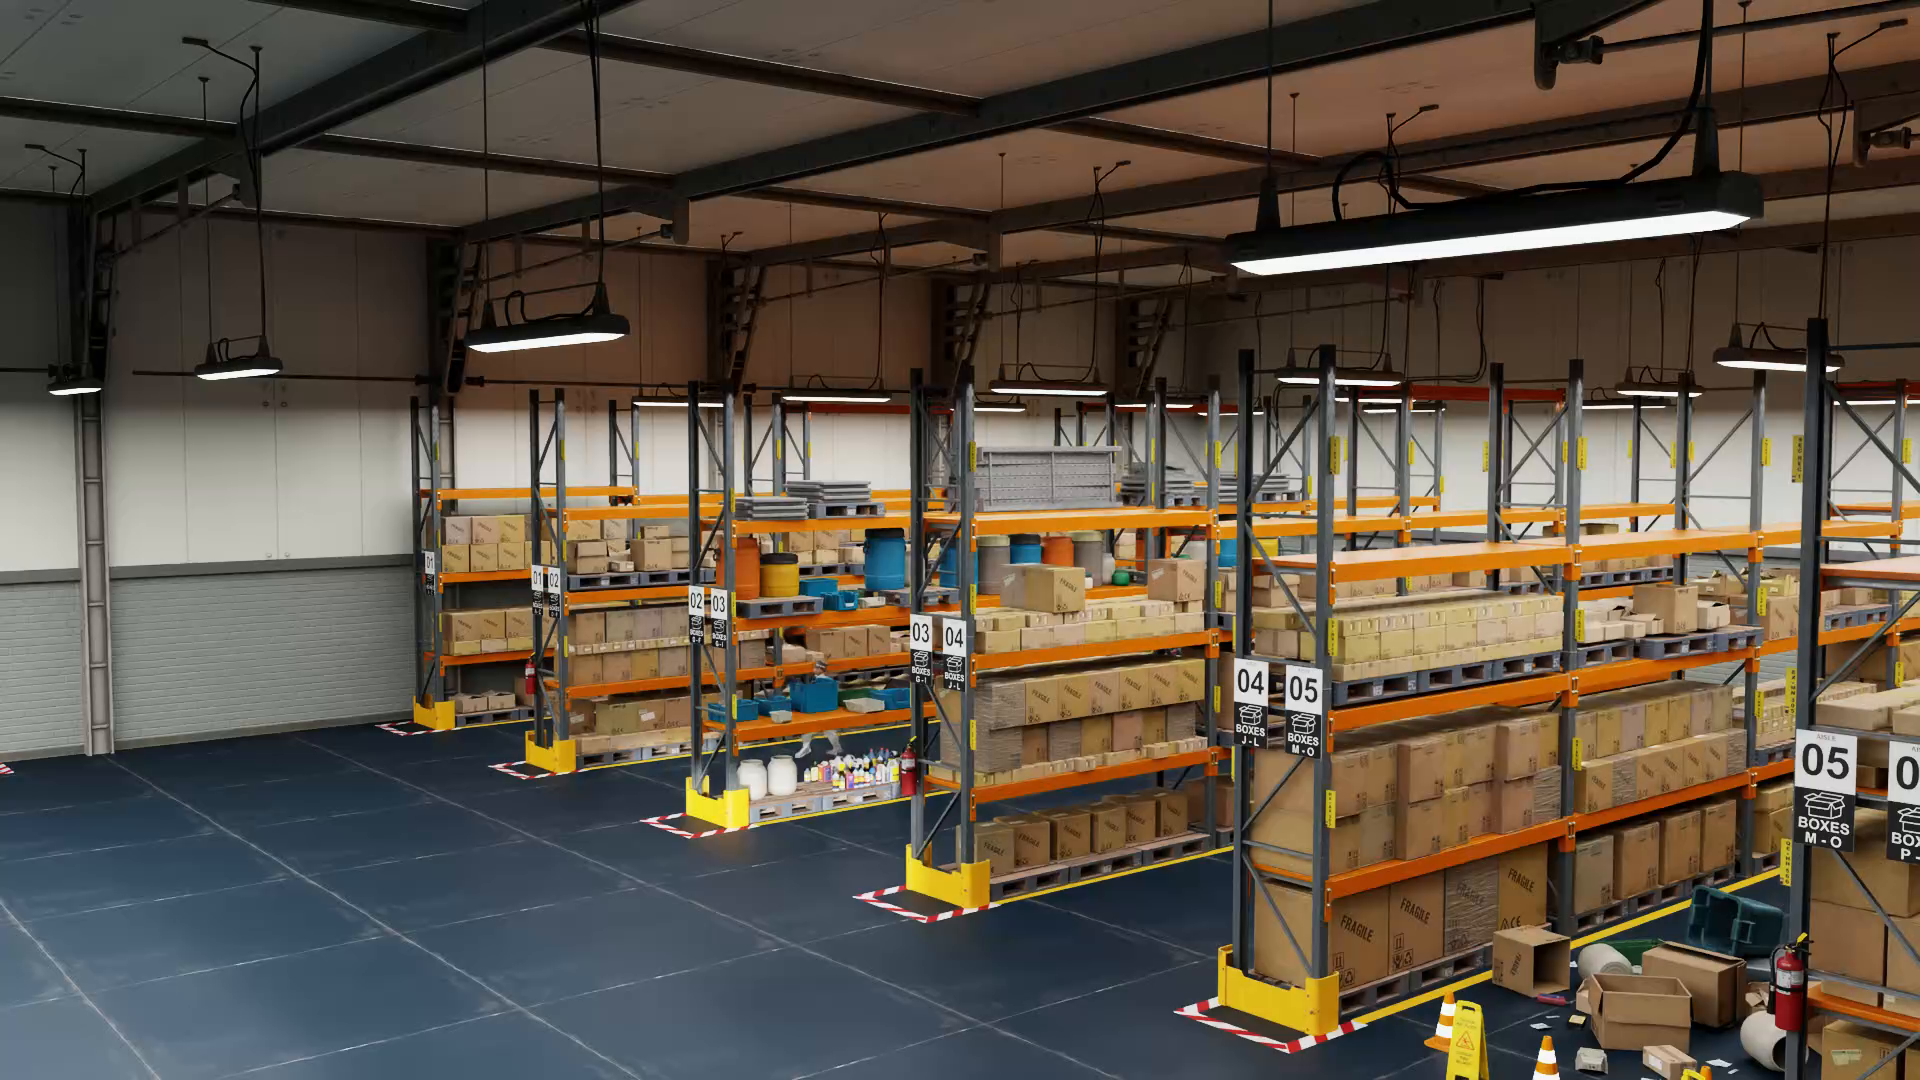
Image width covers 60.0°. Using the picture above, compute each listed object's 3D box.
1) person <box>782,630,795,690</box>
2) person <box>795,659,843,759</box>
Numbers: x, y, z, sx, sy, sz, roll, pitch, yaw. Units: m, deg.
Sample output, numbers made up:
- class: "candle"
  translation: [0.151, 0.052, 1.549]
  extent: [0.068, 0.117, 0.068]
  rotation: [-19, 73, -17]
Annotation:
- class: "person"
  translation: [-3.325, 2.501, 31.277]
  extent: [0.761, 1.663, 0.623]
  rotation: [0, 3, -5]
- class: "person"
  translation: [-2.246, 2.734, 26.954]
  extent: [0.797, 1.663, 0.650]
  rotation: [-2, 4, -30]
